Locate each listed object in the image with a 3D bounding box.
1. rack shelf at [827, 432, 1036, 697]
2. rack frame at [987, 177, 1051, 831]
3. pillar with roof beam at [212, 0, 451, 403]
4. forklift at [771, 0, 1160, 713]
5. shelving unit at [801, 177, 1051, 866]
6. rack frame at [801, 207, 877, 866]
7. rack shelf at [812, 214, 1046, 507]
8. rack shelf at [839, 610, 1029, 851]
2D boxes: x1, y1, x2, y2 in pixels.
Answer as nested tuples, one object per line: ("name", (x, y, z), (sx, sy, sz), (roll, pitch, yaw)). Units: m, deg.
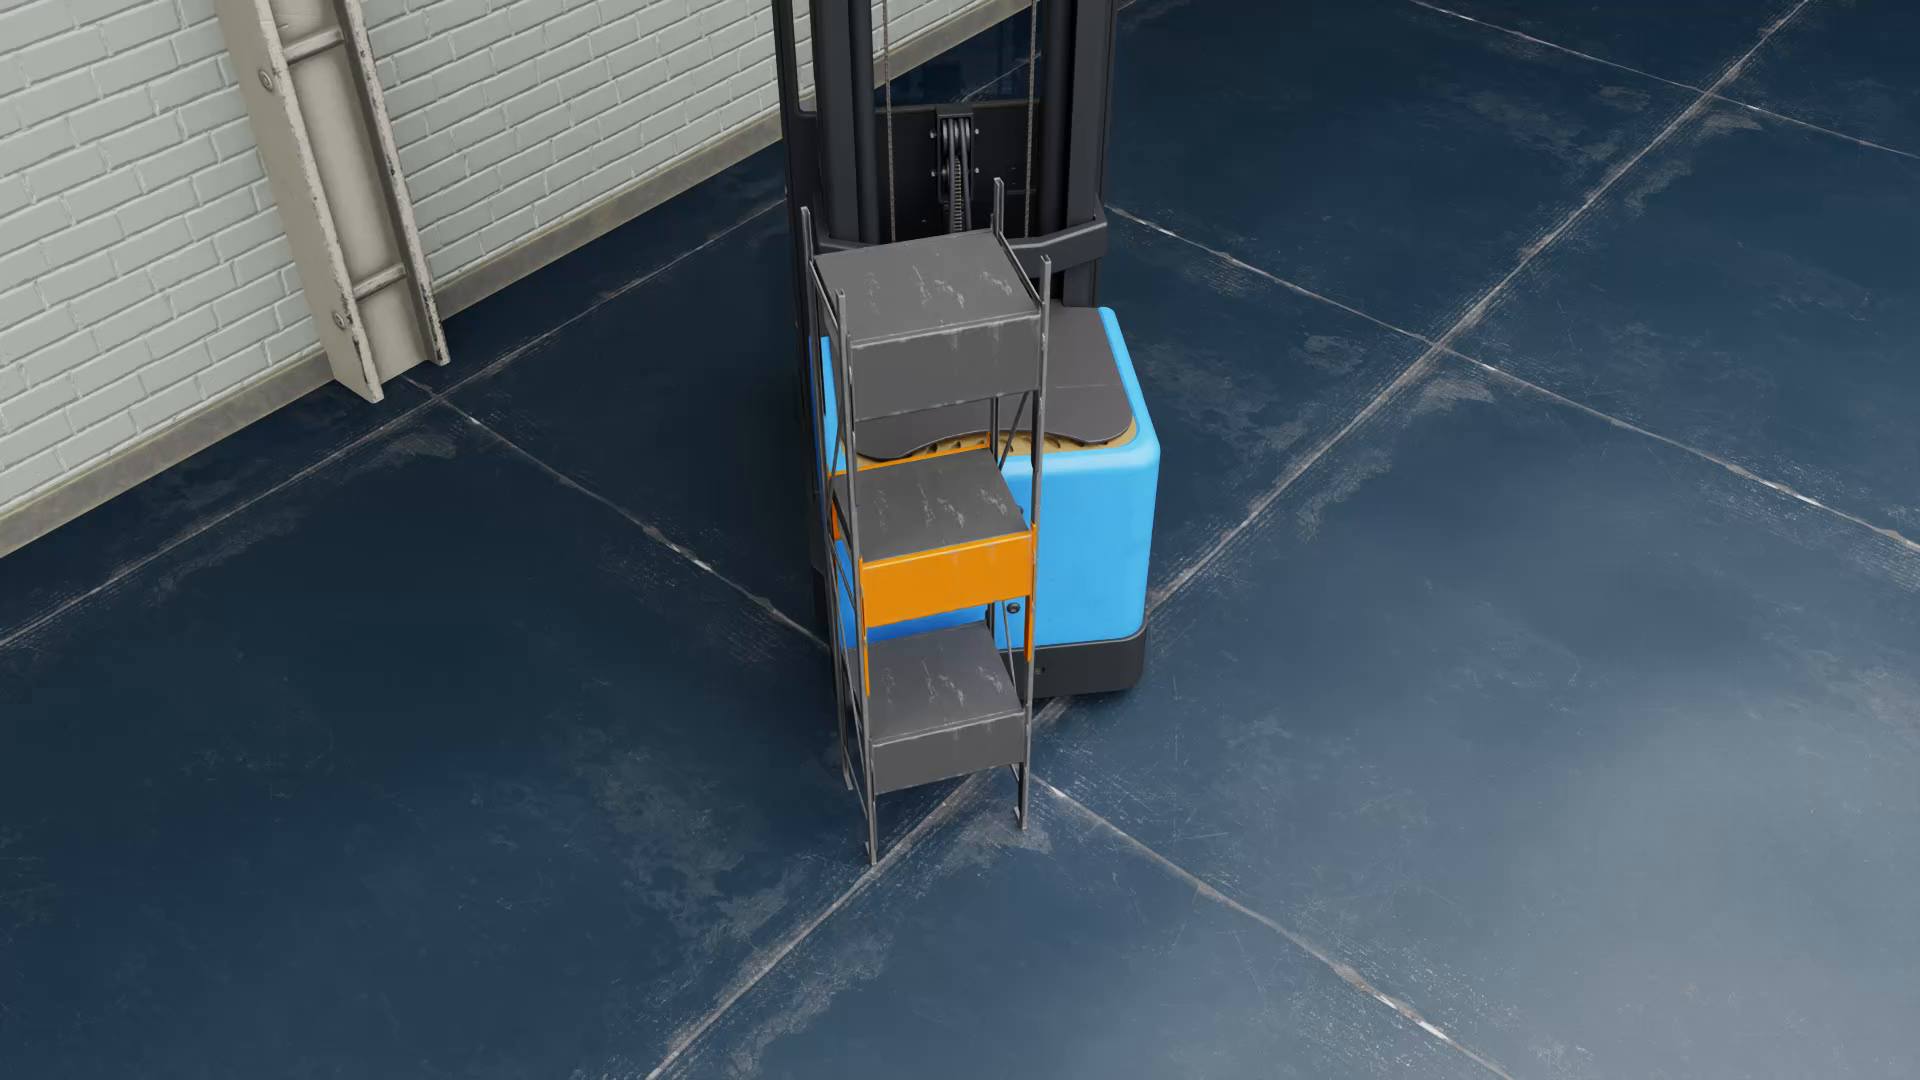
("rack shelf", (-0.087, 0.066, 4.637), (0.480, 0.518, 0.431), (-11, 43, -12))
("rack frame", (0.147, 0.009, 4.679), (0.015, 2.100, 0.400), (-11, 43, -12))
("pillar with roof beam", (0.882, -2.196, 1.976), (9.100, 9.000, 0.400), (29, 50, 28))
("forklift", (-0.078, -1.500, 5.721), (1.130, 2.935, 3.031), (-5, 43, -5))
("shelving unit", (-0.087, 0.056, 4.628), (0.503, 2.100, 0.431), (-11, 43, -12))
("rack frame", (-0.321, 0.102, 4.577), (0.015, 2.100, 0.400), (-11, 43, -12))
("rack shelf", (-0.087, -0.452, 4.166), (0.480, 0.518, 0.431), (-11, 43, -12))
("rack shelf", (-0.087, 0.584, 5.108), (0.480, 0.518, 0.431), (-11, 43, -12))
